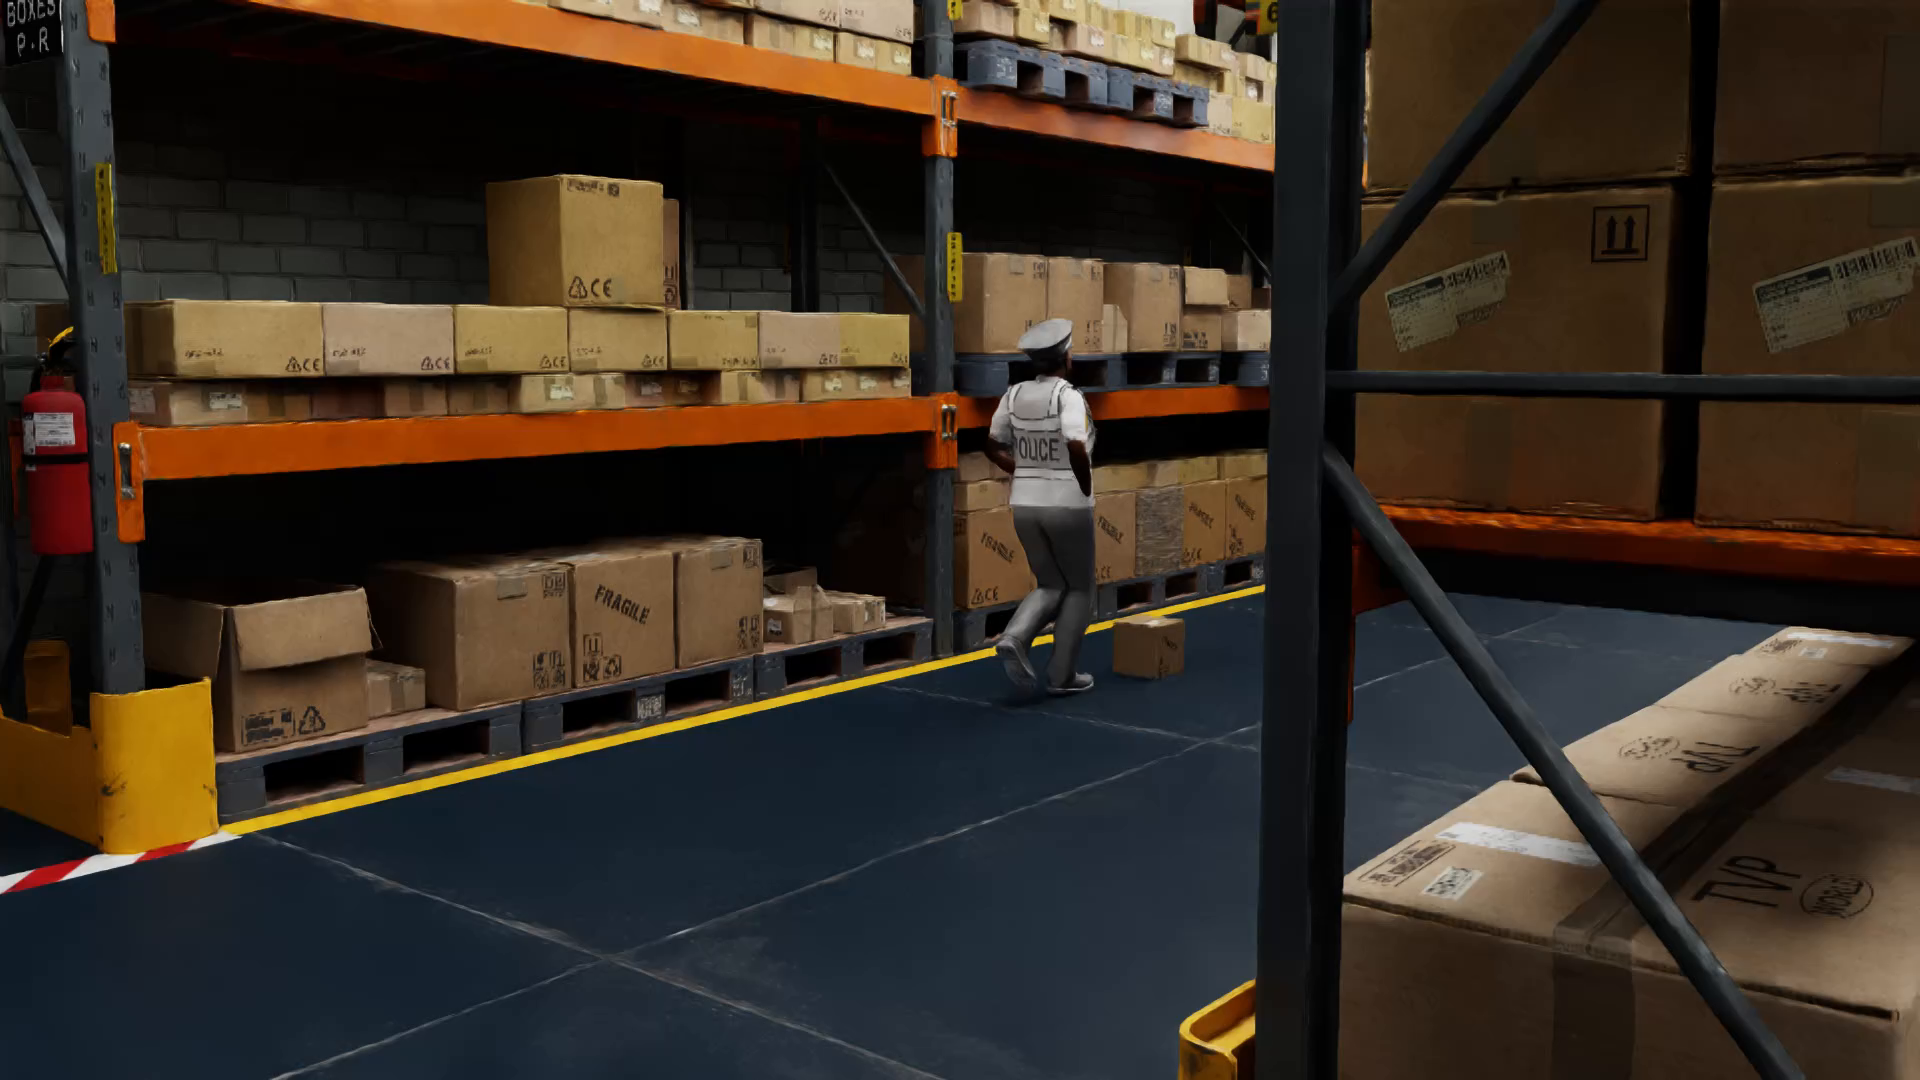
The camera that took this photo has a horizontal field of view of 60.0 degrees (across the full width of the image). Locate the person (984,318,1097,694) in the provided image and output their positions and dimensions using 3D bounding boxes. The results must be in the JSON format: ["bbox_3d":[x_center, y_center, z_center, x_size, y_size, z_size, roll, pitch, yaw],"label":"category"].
[{"bbox_3d":[0.379,-0.132,7.276,0.593,1.669,0.636,6,9,40],"label":"person"}]
